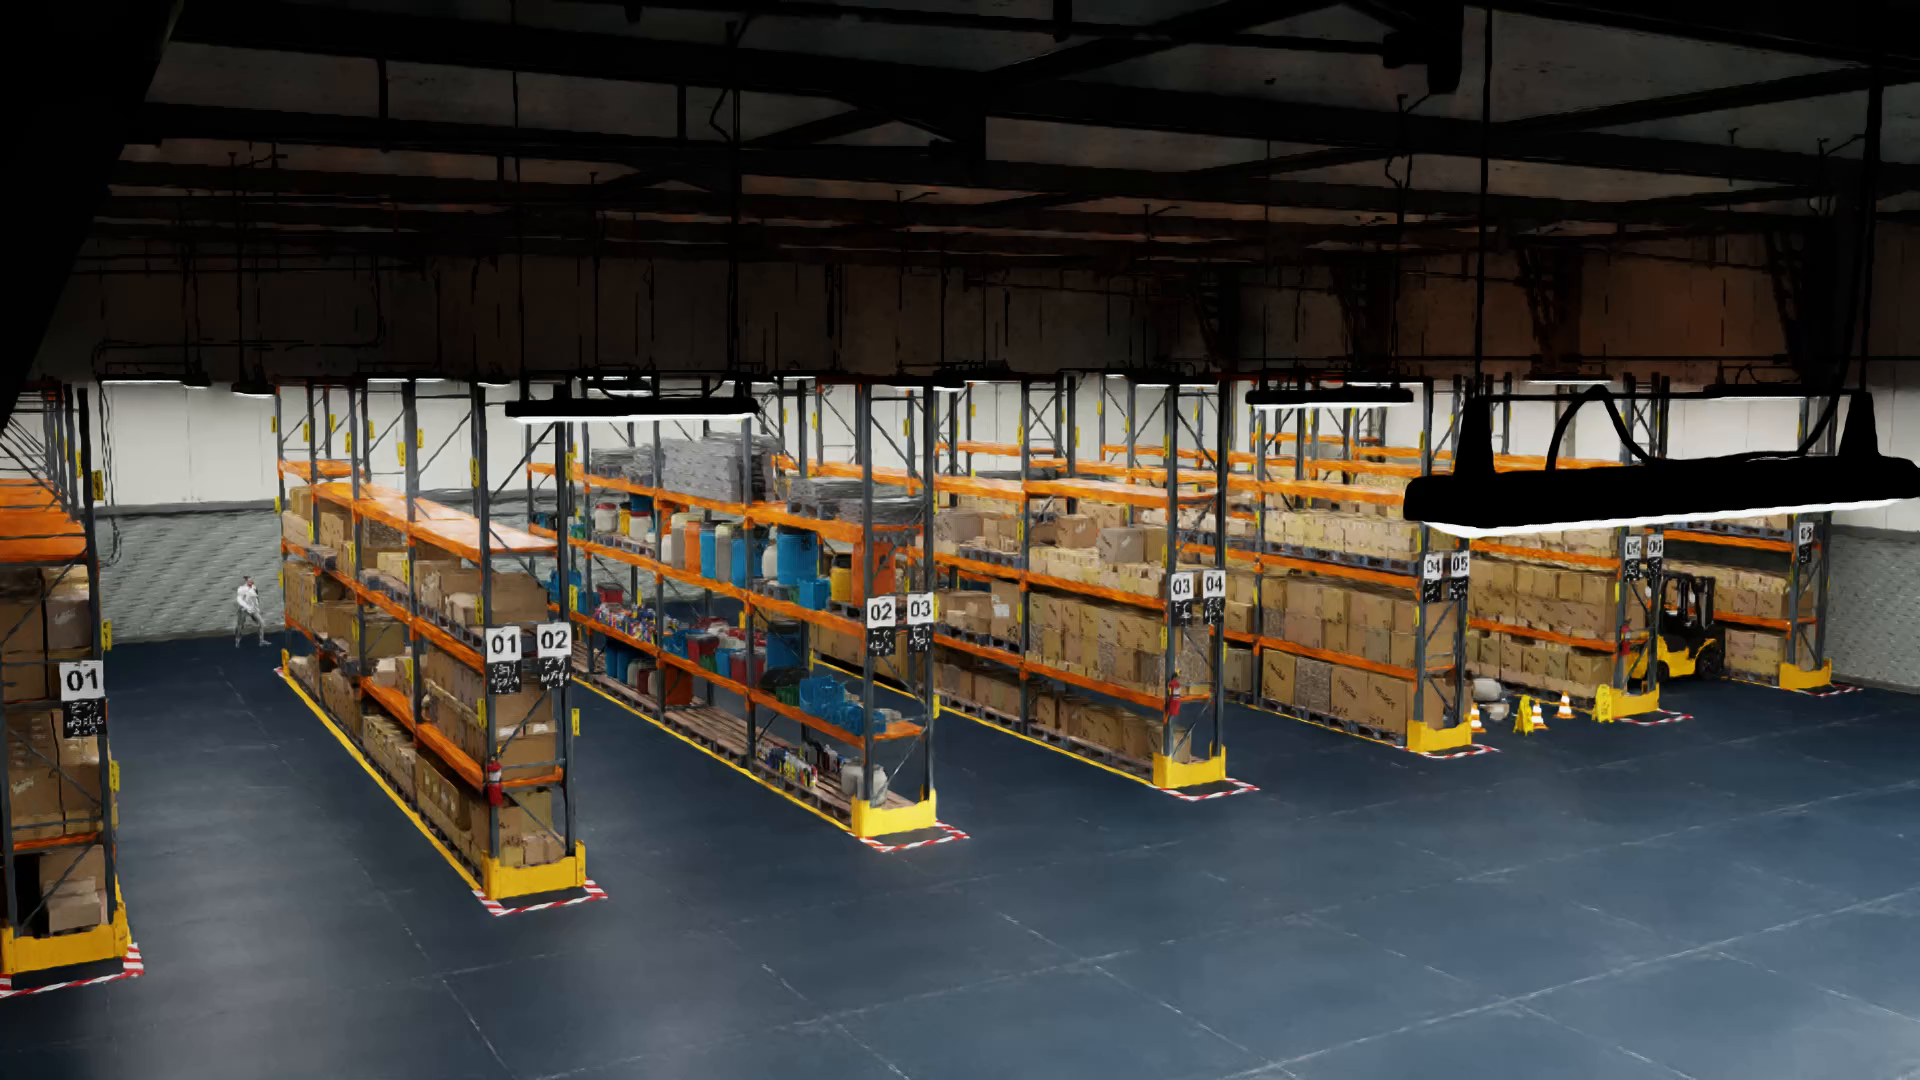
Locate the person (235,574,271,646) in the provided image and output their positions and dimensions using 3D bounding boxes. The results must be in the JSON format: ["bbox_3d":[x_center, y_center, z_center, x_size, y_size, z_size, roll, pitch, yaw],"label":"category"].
[{"bbox_3d":[-15.630,1.527,36.529,0.758,1.618,0.624,5,8,38],"label":"person"}]

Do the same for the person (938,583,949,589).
[{"bbox_3d":[-0.414,1.700,35.009,0.639,1.632,0.506,-4,7,-32],"label":"person"}]
